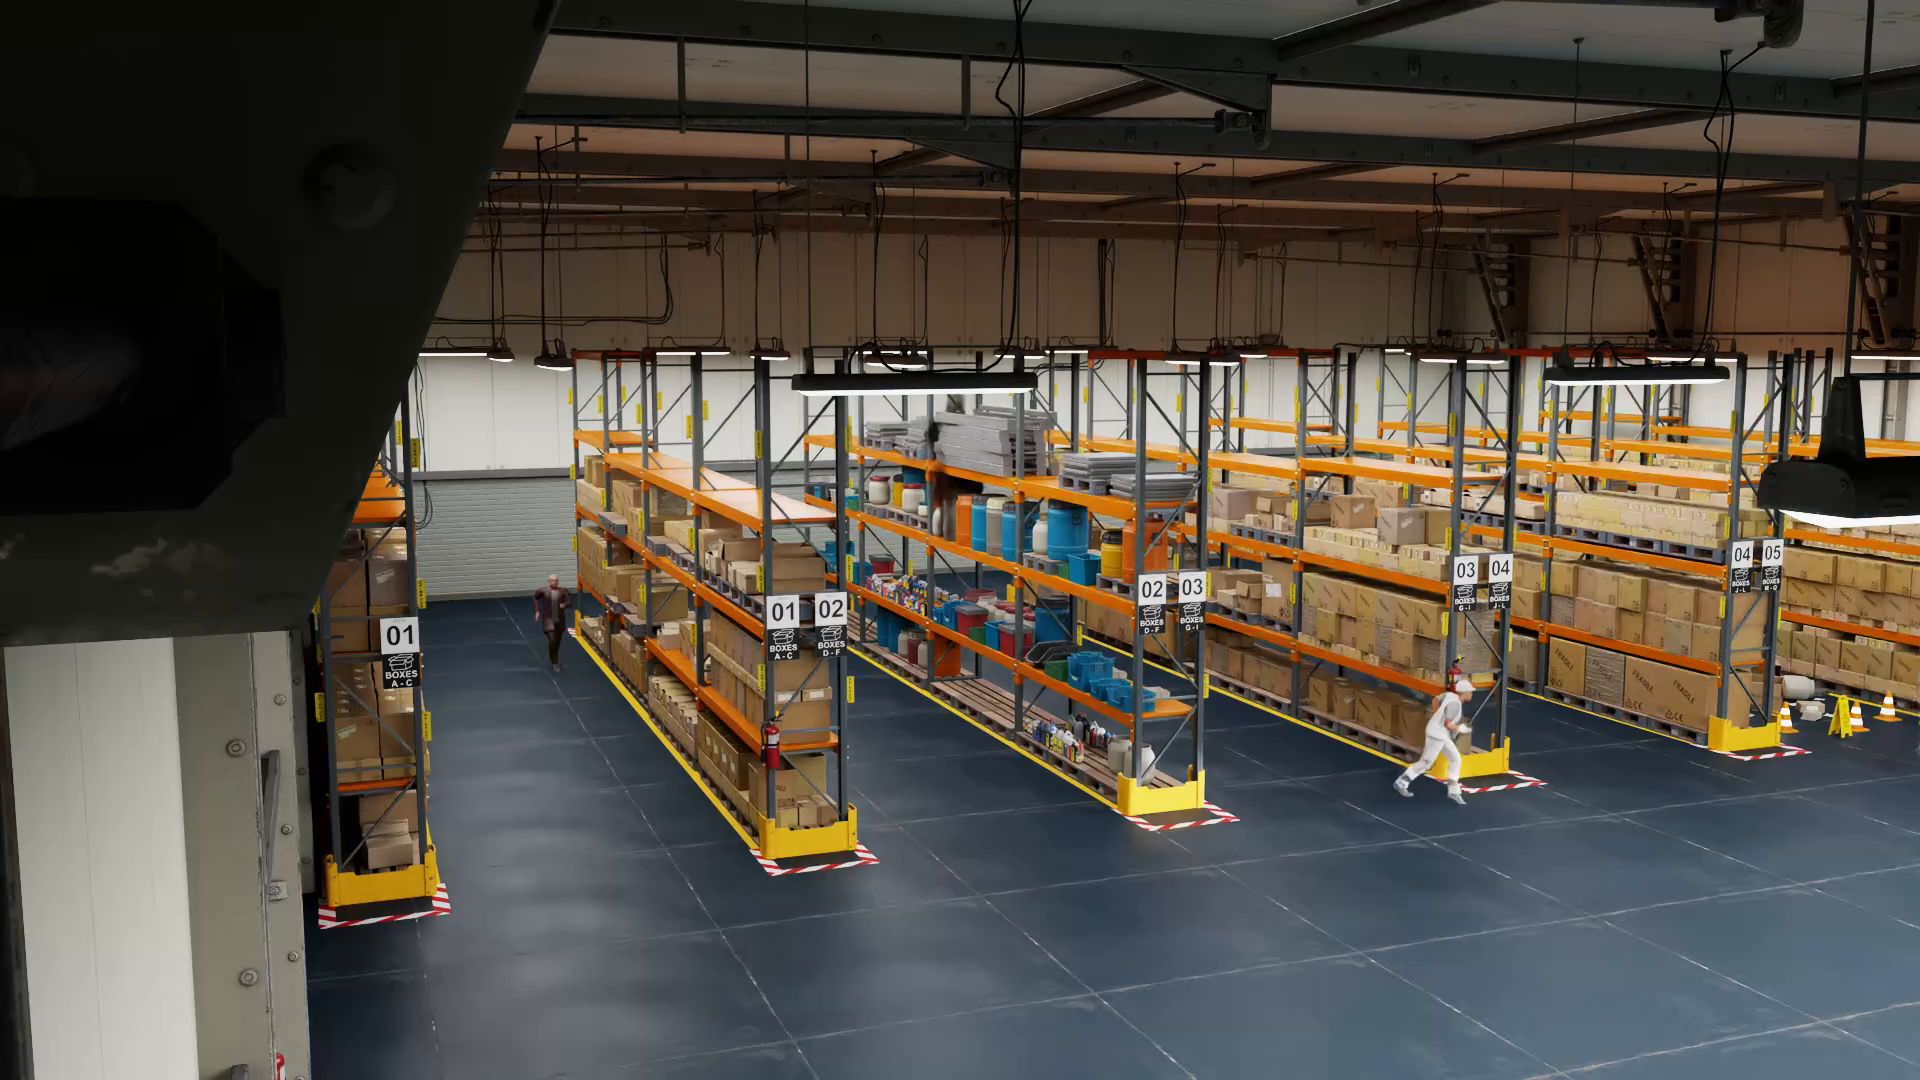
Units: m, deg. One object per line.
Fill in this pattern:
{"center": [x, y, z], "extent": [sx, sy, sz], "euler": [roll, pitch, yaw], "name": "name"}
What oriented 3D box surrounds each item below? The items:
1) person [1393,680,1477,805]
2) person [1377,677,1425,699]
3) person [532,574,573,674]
{"center": [6.403, 2.730, 22.455], "extent": [1.050, 1.735, 0.704], "euler": [2, 7, 12], "name": "person"}
{"center": [7.782, 1.904, 29.202], "extent": [0.703, 1.720, 1.024], "euler": [-6, 10, -42], "name": "person"}
{"center": [-7.656, 1.545, 31.351], "extent": [0.672, 1.837, 0.954], "euler": [-4, 8, -29], "name": "person"}
